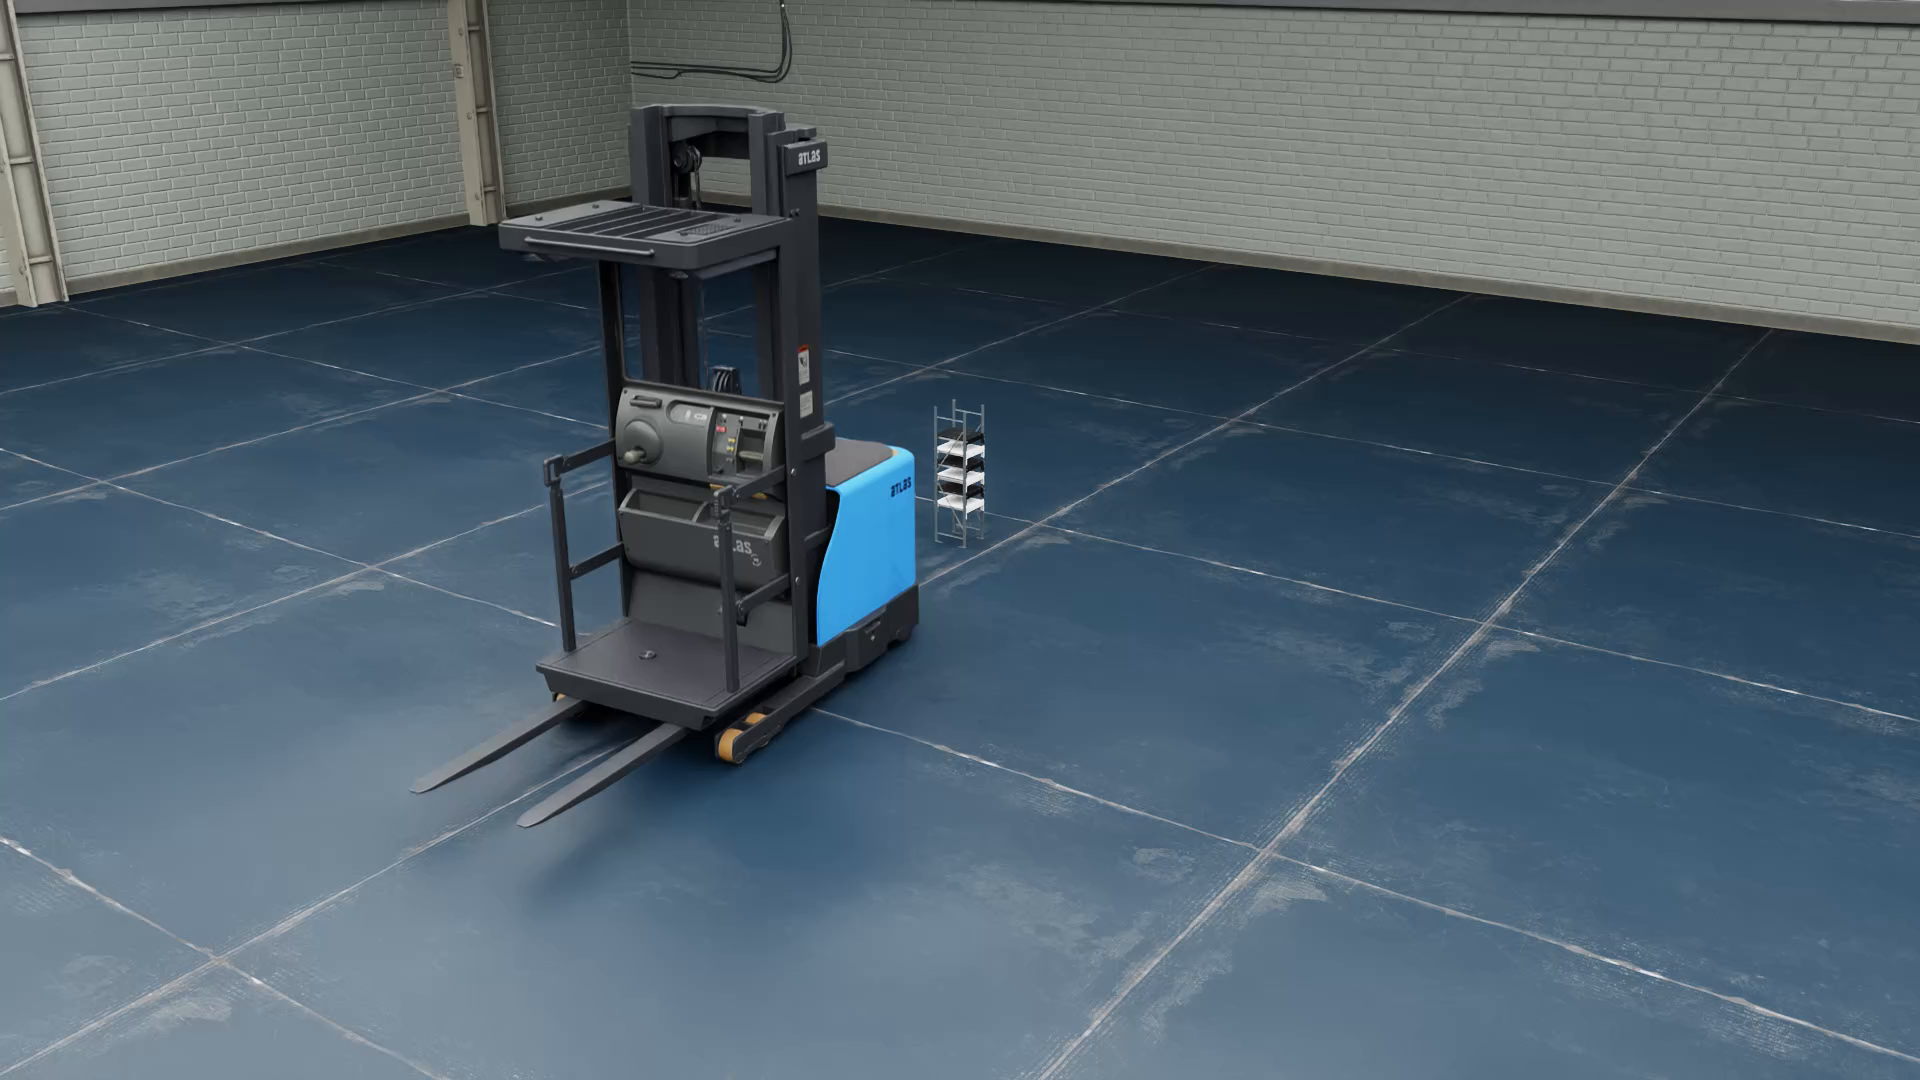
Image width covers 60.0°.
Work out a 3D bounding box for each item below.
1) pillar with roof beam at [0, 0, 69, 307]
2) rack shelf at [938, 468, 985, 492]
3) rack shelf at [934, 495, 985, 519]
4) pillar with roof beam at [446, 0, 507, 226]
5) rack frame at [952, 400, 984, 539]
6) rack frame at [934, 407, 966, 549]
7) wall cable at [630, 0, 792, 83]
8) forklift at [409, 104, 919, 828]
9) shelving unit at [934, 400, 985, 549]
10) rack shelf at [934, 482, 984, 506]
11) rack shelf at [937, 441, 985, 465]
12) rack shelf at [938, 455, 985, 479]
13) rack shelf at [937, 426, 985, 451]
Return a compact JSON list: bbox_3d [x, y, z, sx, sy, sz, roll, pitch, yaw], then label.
[{"bbox_3d":[-6.113,-5.891,13.719,9.100,9.000,0.400,13,24,32],"label":"pillar with roof beam"},{"bbox_3d":[-0.005,-0.388,10.614,0.258,0.077,0.200,13,24,32],"label":"rack shelf"},{"bbox_3d":[-0.005,-0.220,10.677,0.258,0.077,0.200,13,24,32],"label":"rack shelf"},{"bbox_3d":[-2.740,-7.612,18.373,9.100,9.000,0.400,13,24,32],"label":"pillar with roof beam"},{"bbox_3d":[0.053,-0.449,10.681,0.240,0.900,0.006,13,24,32],"label":"rack frame"},{"bbox_3d":[-0.062,-0.391,10.524,0.240,0.900,0.006,13,24,32],"label":"rack frame"},{"bbox_3d":[-3.551,-7.583,22.769,3.097,2.526,0.112,13,24,32],"label":"wall cable"},{"bbox_3d":[-1.374,-0.490,7.864,1.130,2.935,3.031,11,23,26],"label":"forklift"},{"bbox_3d":[-0.005,-0.420,10.603,0.258,0.900,0.210,13,24,32],"label":"shelving unit"},{"bbox_3d":[-0.005,-0.304,10.645,0.258,0.077,0.200,13,24,32],"label":"rack shelf"},{"bbox_3d":[-0.005,-0.557,10.552,0.258,0.077,0.200,13,24,32],"label":"rack shelf"},{"bbox_3d":[-0.005,-0.473,10.583,0.258,0.077,0.200,13,24,32],"label":"rack shelf"},{"bbox_3d":[-0.005,-0.642,10.520,0.258,0.077,0.200,13,24,32],"label":"rack shelf"}]
